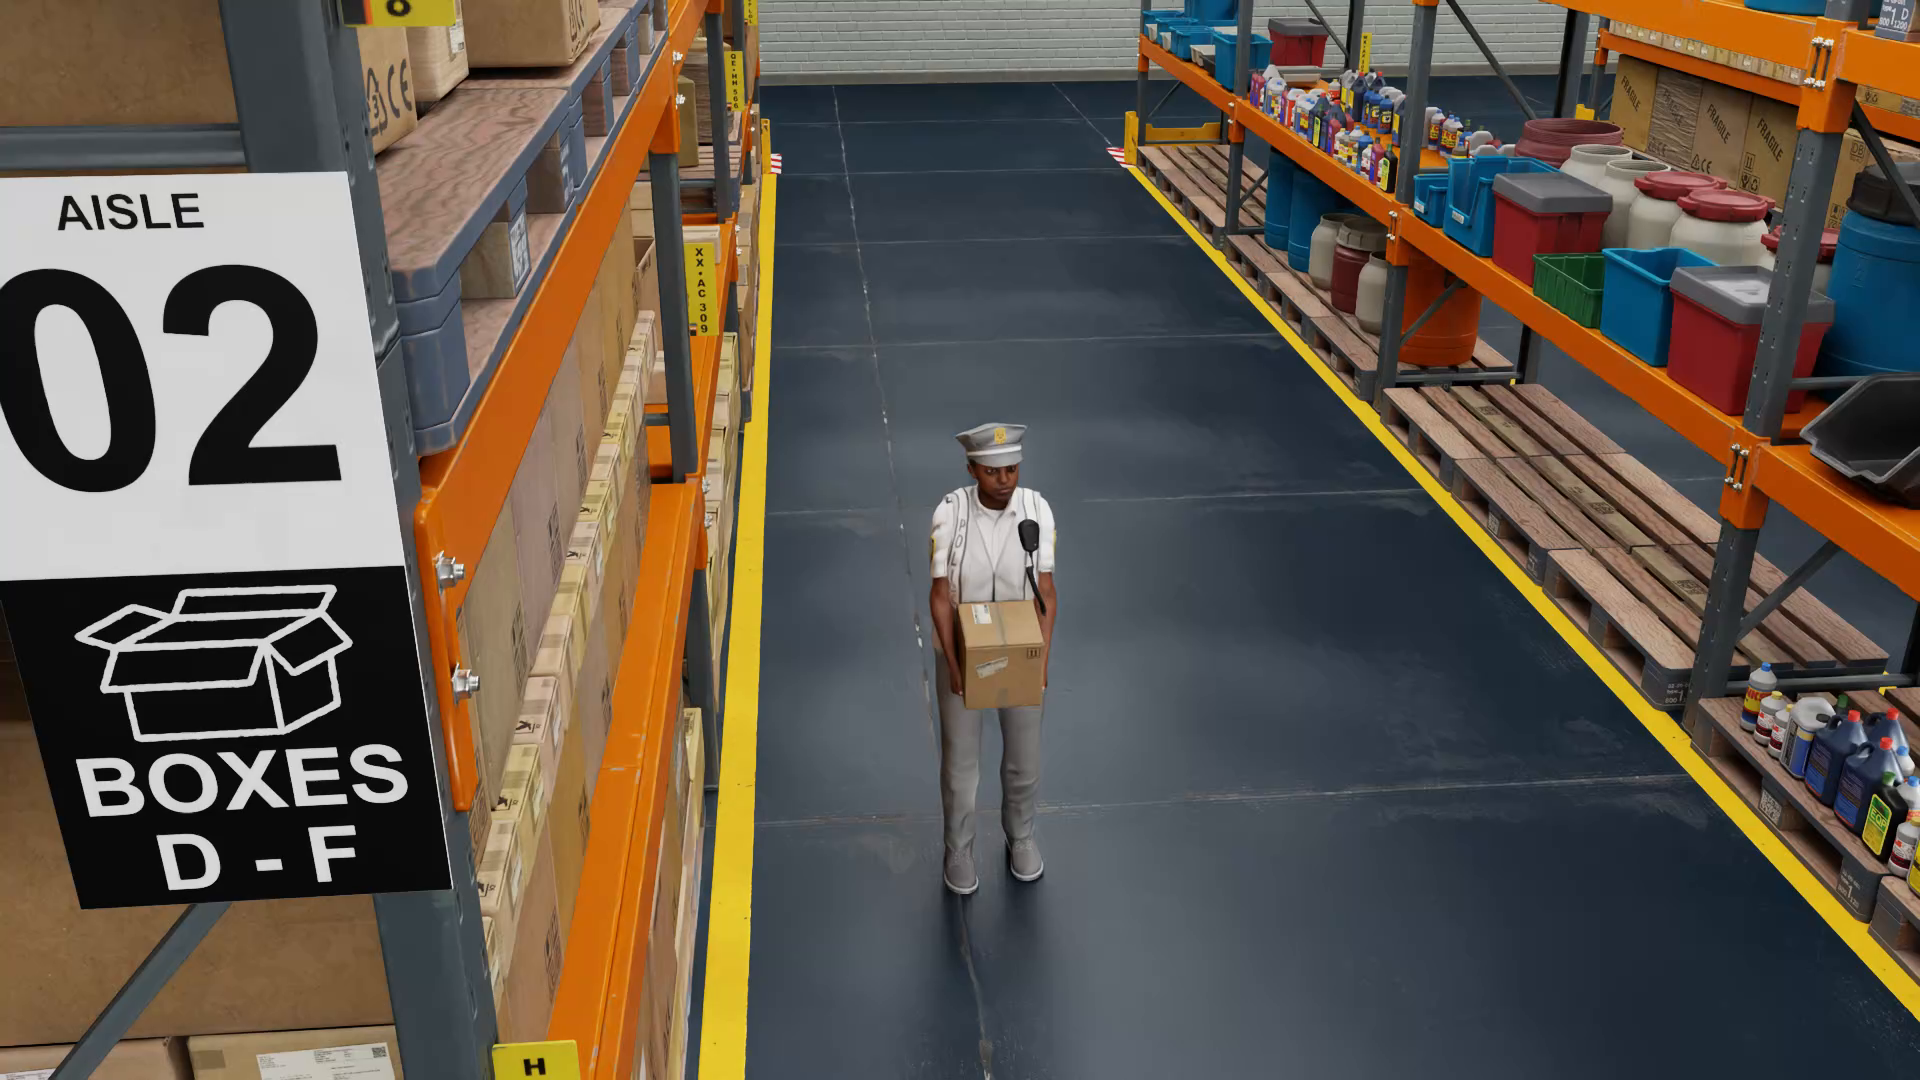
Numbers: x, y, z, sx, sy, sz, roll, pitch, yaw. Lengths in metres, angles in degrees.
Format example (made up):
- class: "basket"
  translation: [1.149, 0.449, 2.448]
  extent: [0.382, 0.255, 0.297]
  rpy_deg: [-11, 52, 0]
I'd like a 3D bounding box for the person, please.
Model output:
- class: "person"
  translation: [0.115, 0.417, 5.633]
  extent: [0.435, 1.692, 0.520]
  rpy_deg: [-3, 24, -6]
